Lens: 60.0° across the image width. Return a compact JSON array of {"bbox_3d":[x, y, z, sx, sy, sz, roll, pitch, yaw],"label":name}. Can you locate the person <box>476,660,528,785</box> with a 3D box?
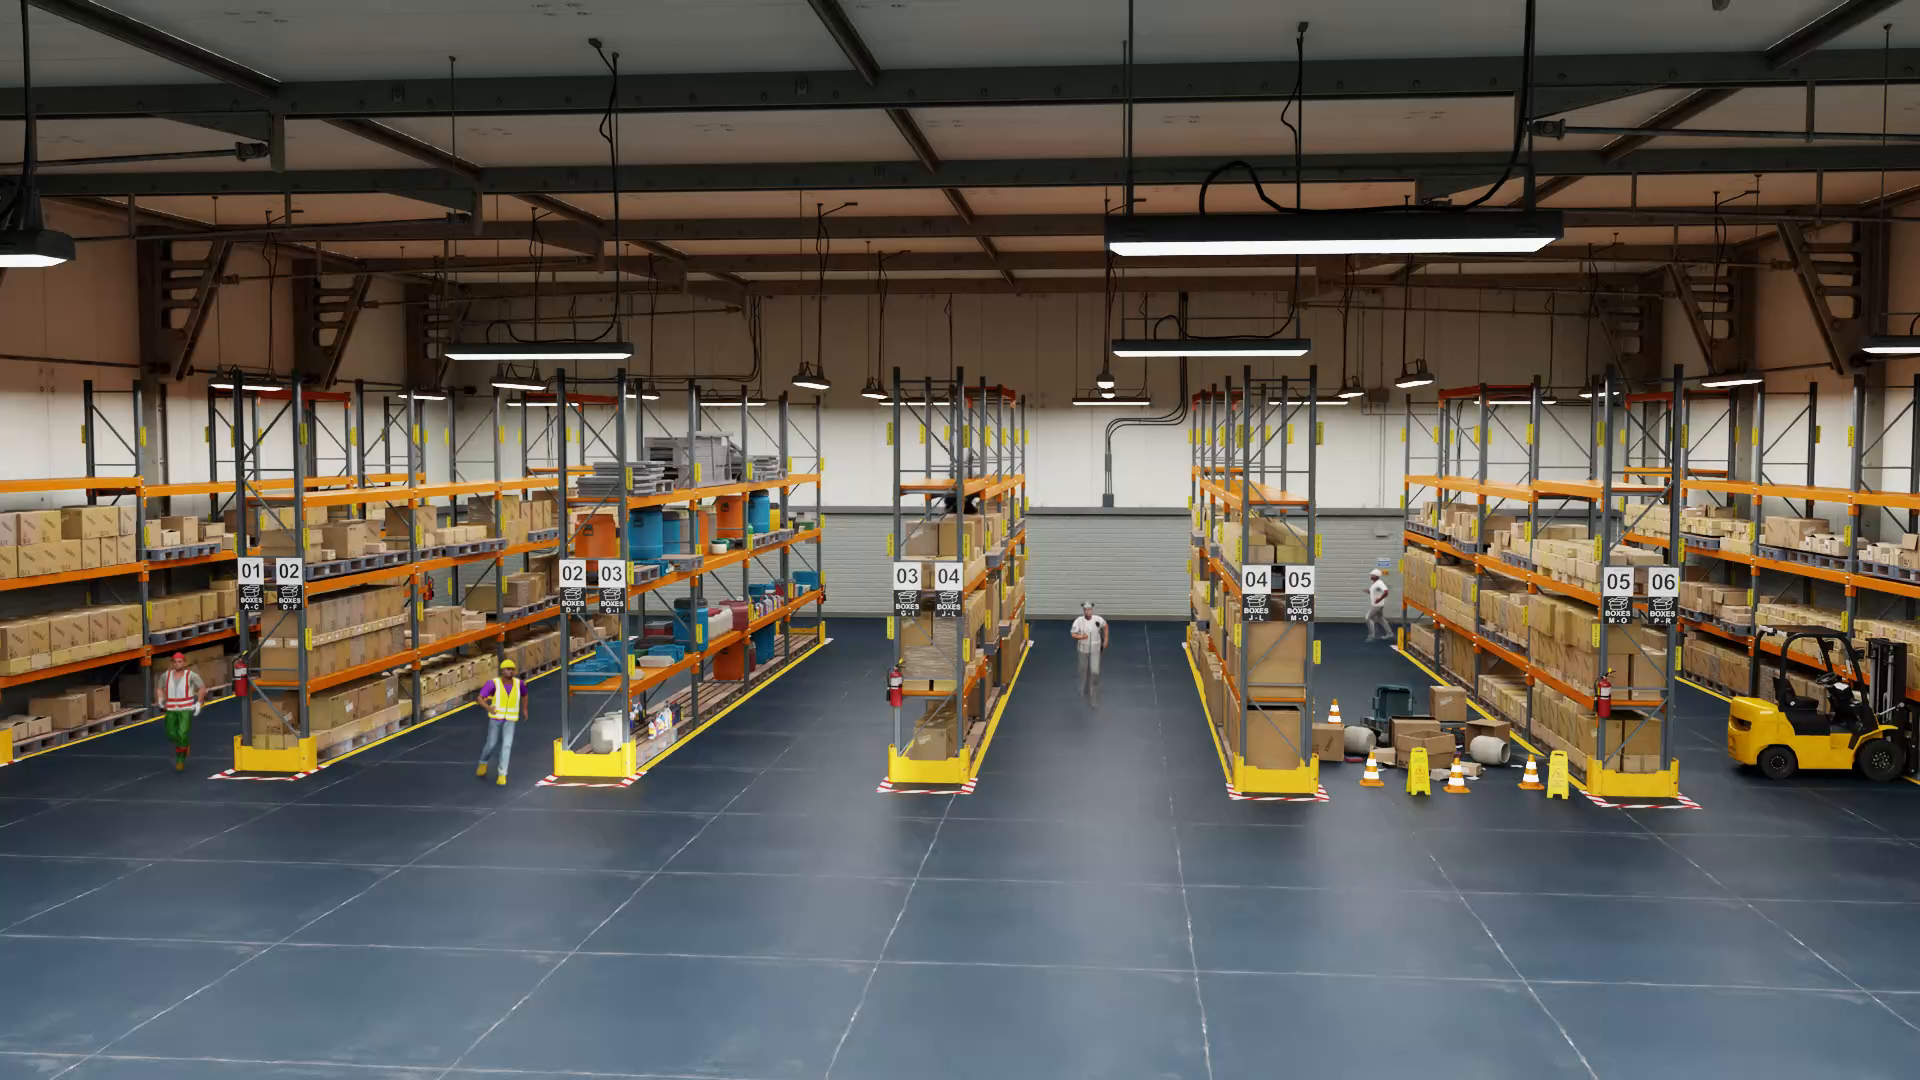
[{"bbox_3d":[-6.623,2.618,24.179,0.759,1.741,0.963,-2,4,-25],"label":"person"}]

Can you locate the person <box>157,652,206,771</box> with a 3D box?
[{"bbox_3d":[-11.803,2.572,25.181,0.697,1.758,0.662,0,4,-7],"label":"person"}]

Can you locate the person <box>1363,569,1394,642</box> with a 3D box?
[{"bbox_3d":[10.165,1.622,40.441,0.744,1.829,0.696,1,4,17],"label":"person"}]

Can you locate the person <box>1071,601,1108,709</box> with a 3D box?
[{"bbox_3d":[2.304,2.027,29.568,0.673,1.908,0.870,0,4,2],"label":"person"}]
